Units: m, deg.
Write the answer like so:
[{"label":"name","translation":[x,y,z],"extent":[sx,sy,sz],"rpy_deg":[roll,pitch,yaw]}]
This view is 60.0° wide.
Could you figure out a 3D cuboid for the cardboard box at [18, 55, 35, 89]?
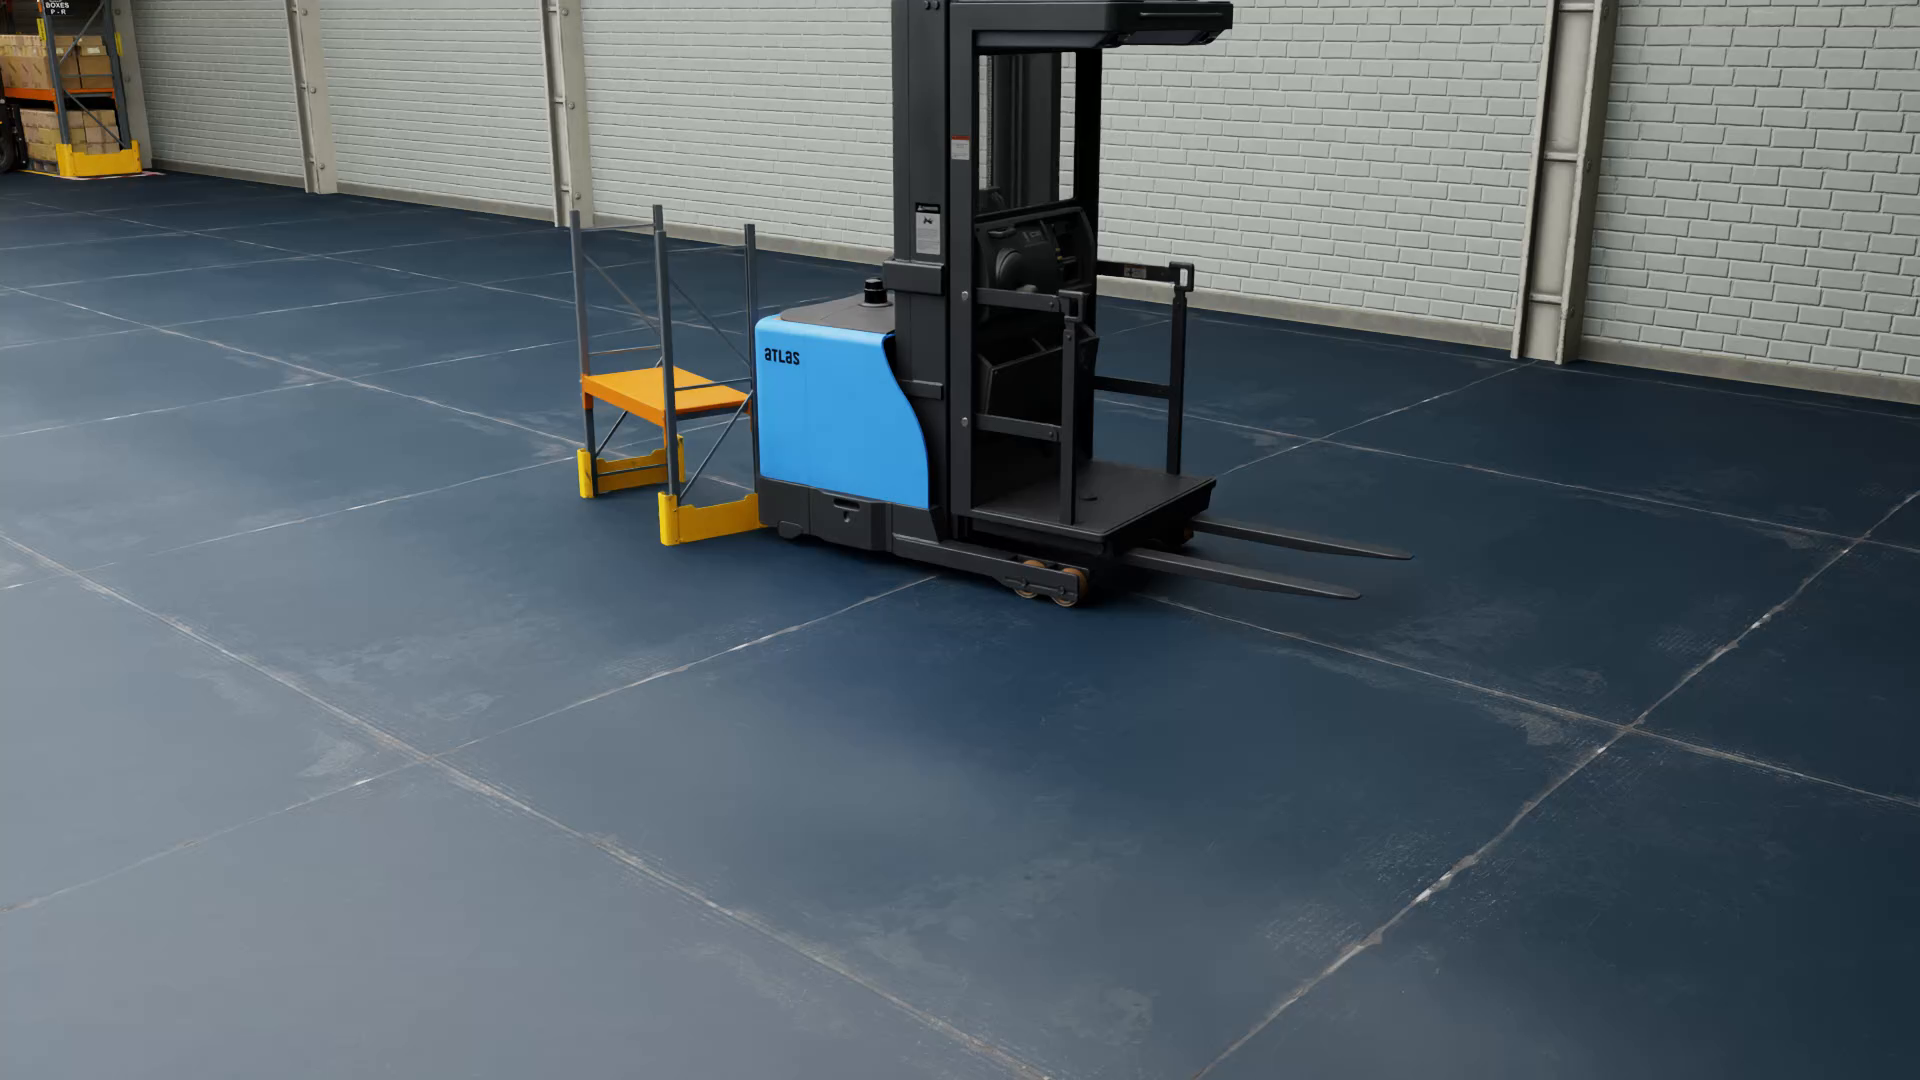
[{"label":"cardboard box","translation":[-14.600,-7.454,26.473],"extent":[0.500,0.500,0.500],"rpy_deg":[16,24,41]}]

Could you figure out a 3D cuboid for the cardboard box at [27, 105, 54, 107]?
[{"label":"cardboard box","translation":[-15.413,-7.171,27.948],"extent":[0.500,0.250,0.500],"rpy_deg":[15,23,40]}]

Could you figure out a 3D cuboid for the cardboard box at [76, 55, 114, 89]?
[{"label":"cardboard box","translation":[-13.862,-7.470,26.526],"extent":[0.500,0.500,0.500],"rpy_deg":[16,24,41]}]

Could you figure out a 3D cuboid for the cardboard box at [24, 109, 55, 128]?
[{"label":"cardboard box","translation":[-14.613,-6.749,26.619],"extent":[0.500,0.250,0.500],"rpy_deg":[16,23,40]}]

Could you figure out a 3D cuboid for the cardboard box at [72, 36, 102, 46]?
[{"label":"cardboard box","translation":[-13.786,-7.875,26.236],"extent":[0.250,0.149,0.380],"rpy_deg":[14,23,38]}]

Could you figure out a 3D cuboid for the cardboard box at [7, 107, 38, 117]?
[{"label":"cardboard box","translation":[-15.371,-6.952,27.257],"extent":[0.500,0.250,0.500],"rpy_deg":[14,23,38]}]

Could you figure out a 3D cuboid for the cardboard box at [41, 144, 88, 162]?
[{"label":"cardboard box","translation":[-14.237,-6.173,26.454],"extent":[0.500,0.250,0.500],"rpy_deg":[15,23,40]}]

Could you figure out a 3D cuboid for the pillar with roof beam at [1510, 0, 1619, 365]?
[{"label":"pillar with roof beam","translation":[1.494,-4.671,7.952],"extent":[0.400,9.000,9.100],"rpy_deg":[15,23,39]}]

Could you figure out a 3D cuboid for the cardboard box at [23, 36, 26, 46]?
[{"label":"cardboard box","translation":[-14.640,-7.939,26.438],"extent":[0.250,0.149,0.380],"rpy_deg":[15,23,40]}]

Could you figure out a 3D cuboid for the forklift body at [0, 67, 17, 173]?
[{"label":"forklift body","translation":[-16.305,-6.824,26.057],"extent":[1.214,2.155,2.313],"rpy_deg":[15,23,39]}]

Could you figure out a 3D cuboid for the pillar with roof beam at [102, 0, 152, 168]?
[{"label":"pillar with roof beam","translation":[-16.456,-9.489,23.136],"extent":[0.400,9.000,9.100],"rpy_deg":[15,23,39]}]

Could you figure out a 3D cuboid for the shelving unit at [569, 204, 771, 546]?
[{"label":"shelving unit","translation":[-1.479,-0.869,8.372],"extent":[0.587,1.500,1.083],"rpy_deg":[-12,21,-33]}]

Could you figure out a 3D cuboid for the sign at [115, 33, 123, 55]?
[{"label":"sign","translation":[-13.303,-7.835,26.279],"extent":[0.005,0.325,0.100],"rpy_deg":[15,23,39]}]

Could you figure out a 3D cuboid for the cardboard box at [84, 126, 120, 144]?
[{"label":"cardboard box","translation":[-13.890,-6.529,26.752],"extent":[0.500,0.250,0.500],"rpy_deg":[16,23,40]}]

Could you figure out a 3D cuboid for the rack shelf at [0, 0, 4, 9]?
[{"label":"rack shelf","translation":[-18.164,-9.552,29.481],"extent":[4.000,0.370,1.077],"rpy_deg":[15,23,39]}]

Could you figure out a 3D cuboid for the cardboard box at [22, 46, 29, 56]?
[{"label":"cardboard box","translation":[-14.664,-7.786,26.449],"extent":[0.250,0.149,0.380],"rpy_deg":[15,23,39]}]

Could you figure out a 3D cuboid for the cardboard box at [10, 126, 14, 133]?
[{"label":"cardboard box","translation":[-15.388,-6.718,27.347],"extent":[0.500,0.250,0.500],"rpy_deg":[15,23,39]}]

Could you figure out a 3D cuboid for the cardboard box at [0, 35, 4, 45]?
[{"label":"cardboard box","translation":[-15.412,-8.144,27.085],"extent":[0.250,0.149,0.380],"rpy_deg":[15,23,39]}]

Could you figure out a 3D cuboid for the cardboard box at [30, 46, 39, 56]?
[{"label":"cardboard box","translation":[-14.332,-7.668,26.076],"extent":[0.250,0.149,0.380],"rpy_deg":[16,23,40]}]

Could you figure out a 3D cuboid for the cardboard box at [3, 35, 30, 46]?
[{"label":"cardboard box","translation":[-15.105,-8.017,26.684],"extent":[0.250,0.149,0.380],"rpy_deg":[16,23,40]}]

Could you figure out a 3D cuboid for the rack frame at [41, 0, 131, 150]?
[{"label":"rack frame","translation":[-13.676,-7.260,26.030],"extent":[0.127,3.000,1.000],"rpy_deg":[15,23,39]}]

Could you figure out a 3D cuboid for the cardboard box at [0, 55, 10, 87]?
[{"label":"cardboard box","translation":[-15.367,-7.655,27.108],"extent":[0.500,0.500,0.500],"rpy_deg":[15,23,40]}]

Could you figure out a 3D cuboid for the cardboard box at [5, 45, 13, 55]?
[{"label":"cardboard box","translation":[-15.097,-7.875,26.730],"extent":[0.250,0.149,0.380],"rpy_deg":[15,23,40]}]

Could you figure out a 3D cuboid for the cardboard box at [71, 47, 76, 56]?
[{"label":"cardboard box","translation":[-13.985,-7.779,26.427],"extent":[0.250,0.149,0.380],"rpy_deg":[15,23,39]}]

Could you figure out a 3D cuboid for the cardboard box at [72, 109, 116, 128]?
[{"label":"cardboard box","translation":[-13.910,-6.766,26.670],"extent":[0.500,0.250,0.500],"rpy_deg":[15,23,38]}]

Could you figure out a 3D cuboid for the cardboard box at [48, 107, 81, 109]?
[{"label":"cardboard box","translation":[-14.653,-6.968,27.307],"extent":[0.500,0.250,0.500],"rpy_deg":[15,23,39]}]

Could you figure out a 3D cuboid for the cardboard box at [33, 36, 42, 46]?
[{"label":"cardboard box","translation":[-14.289,-7.826,26.082],"extent":[0.250,0.149,0.380],"rpy_deg":[15,23,39]}]

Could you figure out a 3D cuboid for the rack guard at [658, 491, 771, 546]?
[{"label":"rack guard","translation":[-1.195,-0.150,8.171],"extent":[0.587,0.250,0.087],"rpy_deg":[-12,21,-33]}]

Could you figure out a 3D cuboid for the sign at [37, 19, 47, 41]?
[{"label":"sign","translation":[-14.047,-7.805,25.441],"extent":[0.005,0.325,0.100],"rpy_deg":[15,23,39]}]

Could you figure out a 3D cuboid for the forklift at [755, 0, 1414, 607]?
[{"label":"forklift","translation":[0.518,-1.291,7.334],"extent":[3.031,2.935,1.130],"rpy_deg":[12,21,32]}]

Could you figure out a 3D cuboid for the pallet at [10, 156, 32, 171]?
[{"label":"pallet","translation":[-15.184,-6.320,27.677],"extent":[1.213,0.211,1.003],"rpy_deg":[15,23,39]}]

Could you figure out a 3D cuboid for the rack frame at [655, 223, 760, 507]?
[{"label":"rack frame","translation":[-1.184,-0.741,7.967],"extent":[0.500,1.500,0.032],"rpy_deg":[-12,21,-33]}]

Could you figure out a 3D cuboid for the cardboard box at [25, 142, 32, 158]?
[{"label":"cardboard box","translation":[-14.971,-6.377,27.098],"extent":[0.500,0.250,0.500],"rpy_deg":[15,23,40]}]

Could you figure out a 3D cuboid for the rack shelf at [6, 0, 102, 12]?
[{"label":"rack shelf","translation":[-15.172,-8.749,26.950],"extent":[4.000,0.370,1.077],"rpy_deg":[15,23,39]}]

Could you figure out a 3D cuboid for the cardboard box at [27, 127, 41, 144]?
[{"label":"cardboard box","translation":[-14.616,-6.518,26.716],"extent":[0.500,0.250,0.500],"rpy_deg":[15,23,39]}]
